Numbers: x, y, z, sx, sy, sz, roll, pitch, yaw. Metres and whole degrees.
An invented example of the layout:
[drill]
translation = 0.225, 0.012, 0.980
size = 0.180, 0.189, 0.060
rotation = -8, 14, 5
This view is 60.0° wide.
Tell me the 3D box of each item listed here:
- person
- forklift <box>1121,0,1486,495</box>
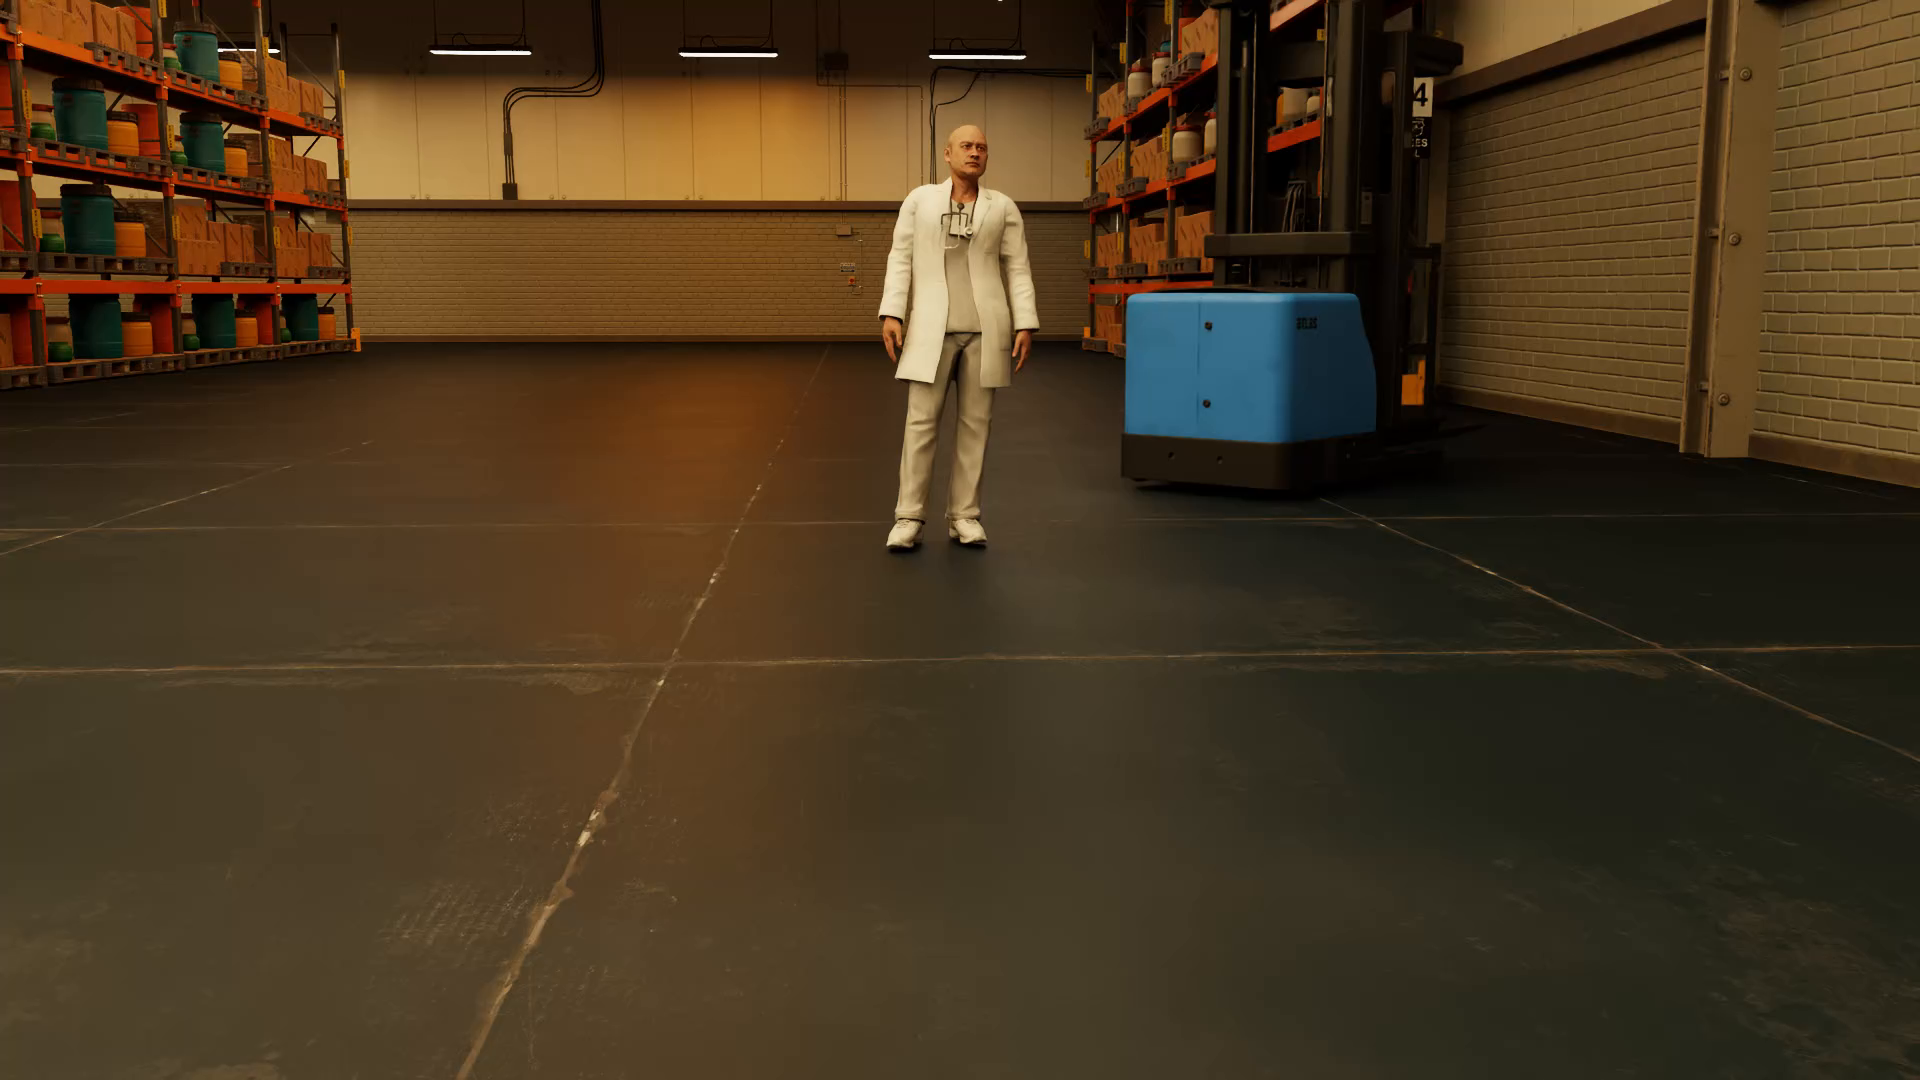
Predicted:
[person]
translation = 0.001, -0.873, 7.088
size = 0.698, 1.776, 0.580
rotation = -1, 8, -4
[forklift]
translation = 2.223, -1.850, 9.788
size = 1.130, 2.935, 3.031
rotation = 7, 11, 39
